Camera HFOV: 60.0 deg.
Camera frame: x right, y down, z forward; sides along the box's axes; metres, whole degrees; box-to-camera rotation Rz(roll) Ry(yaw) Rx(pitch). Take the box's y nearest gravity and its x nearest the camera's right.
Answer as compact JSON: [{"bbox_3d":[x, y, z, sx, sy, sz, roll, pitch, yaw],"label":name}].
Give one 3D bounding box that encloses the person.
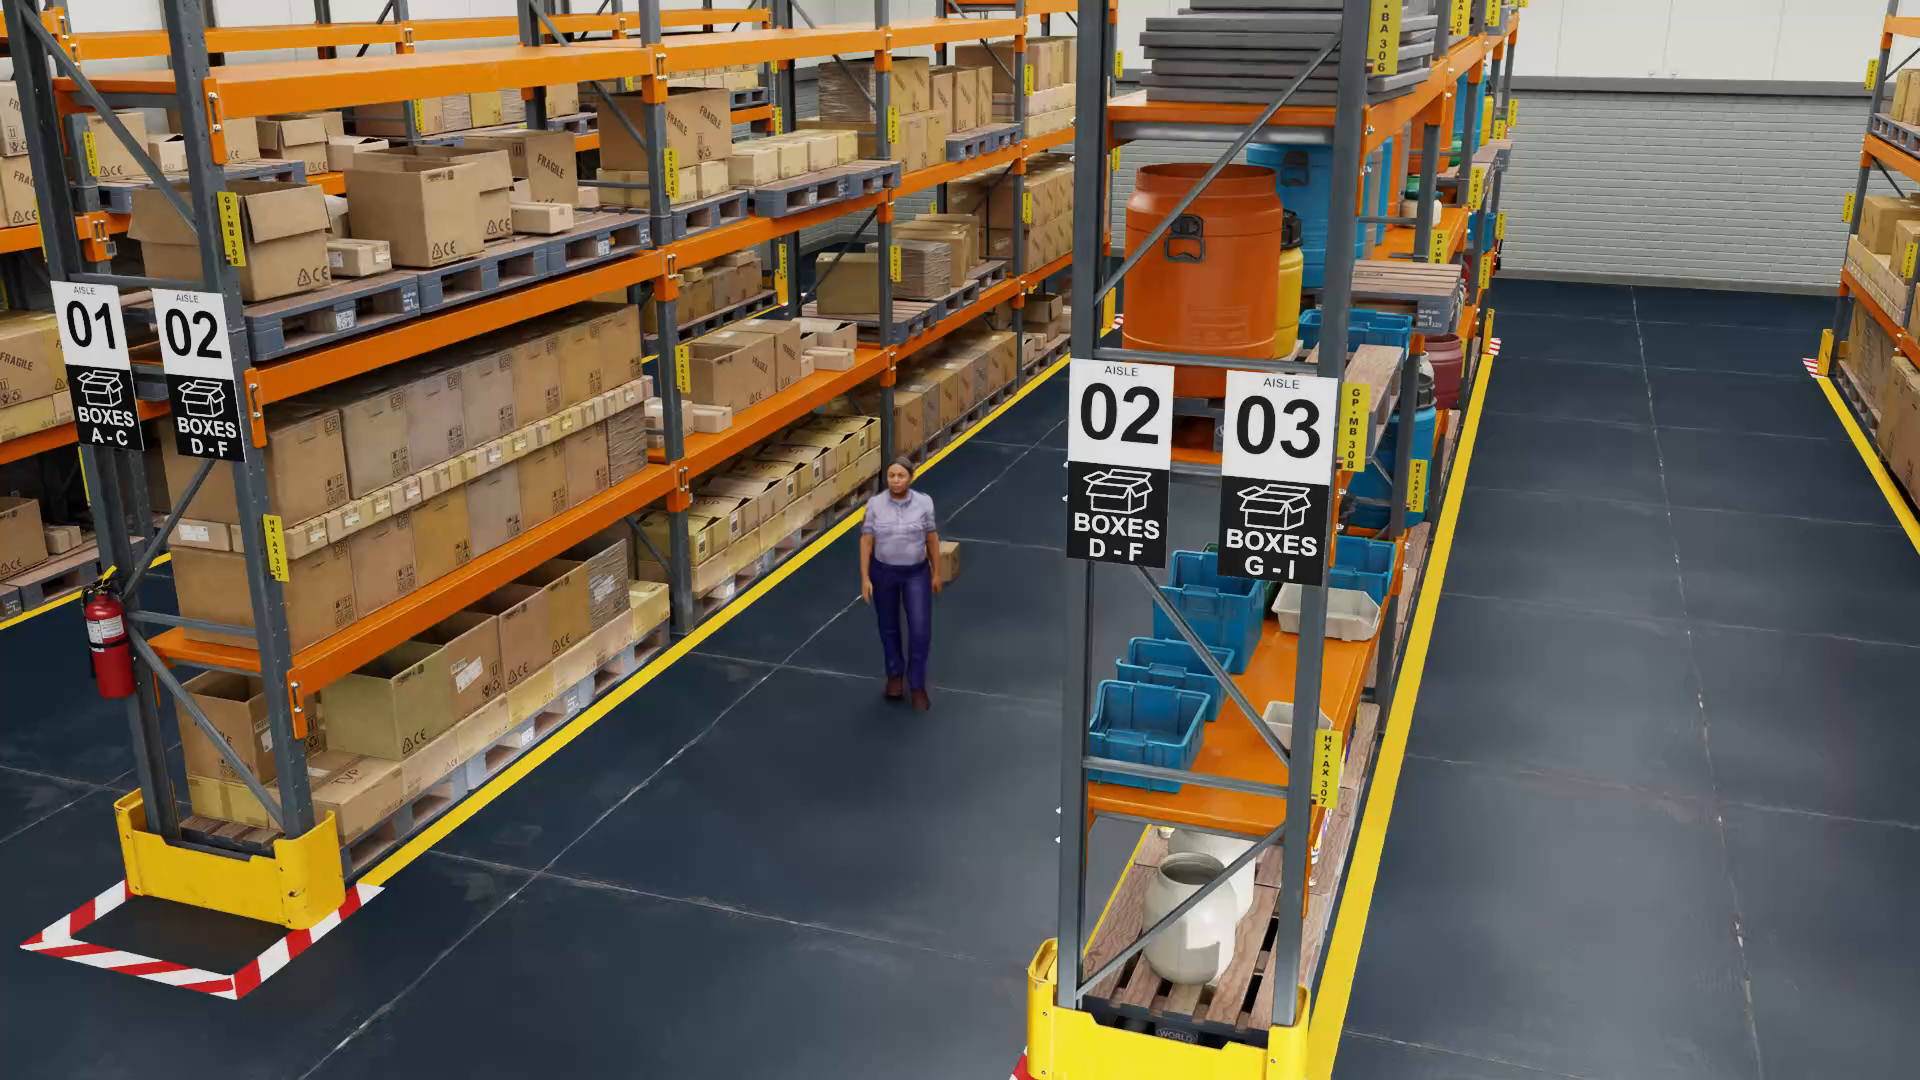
[{"bbox_3d":[-0.385,0.290,10.756,0.523,1.702,0.526,1,19,3],"label":"person"}]
